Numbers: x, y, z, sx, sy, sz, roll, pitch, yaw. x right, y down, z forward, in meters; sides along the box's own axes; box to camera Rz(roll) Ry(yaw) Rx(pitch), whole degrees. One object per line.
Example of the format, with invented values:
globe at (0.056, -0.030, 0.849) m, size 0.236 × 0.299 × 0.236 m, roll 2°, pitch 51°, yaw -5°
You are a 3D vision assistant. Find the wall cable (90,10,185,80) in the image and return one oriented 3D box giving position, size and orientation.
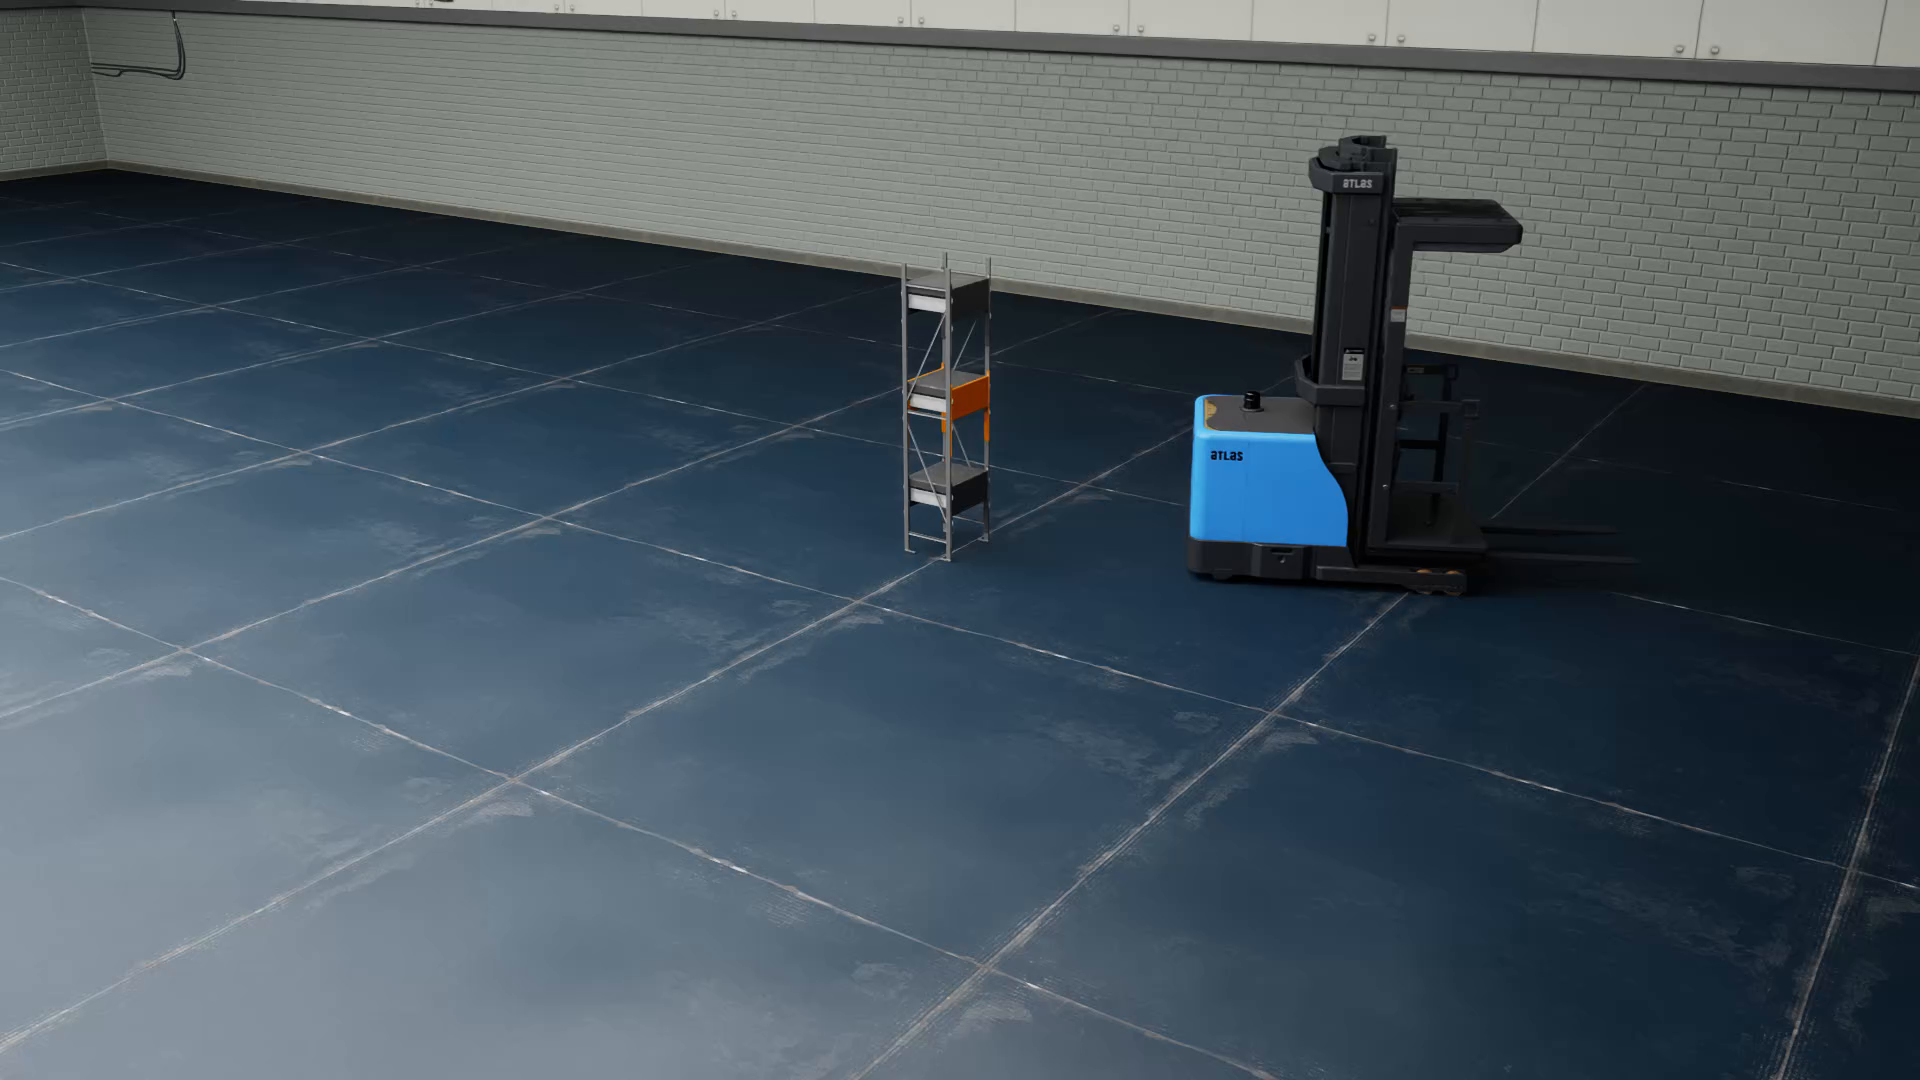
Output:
wall cable at (-14.678, -9.403, 29.190) m, size 3.097 × 2.526 × 0.112 m, roll 13°, pitch 24°, yaw 32°

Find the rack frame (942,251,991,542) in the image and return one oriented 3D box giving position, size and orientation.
rack frame at (0.044, -1.007, 11.962) m, size 0.400 × 2.100 × 0.015 m, roll 13°, pitch 24°, yaw 32°

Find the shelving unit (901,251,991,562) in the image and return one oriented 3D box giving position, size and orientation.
shelving unit at (-0.093, -0.937, 11.772) m, size 0.431 × 2.100 × 0.503 m, roll 13°, pitch 24°, yaw 32°

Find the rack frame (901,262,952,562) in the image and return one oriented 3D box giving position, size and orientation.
rack frame at (-0.230, -0.867, 11.583) m, size 0.400 × 2.100 × 0.015 m, roll 13°, pitch 24°, yaw 32°

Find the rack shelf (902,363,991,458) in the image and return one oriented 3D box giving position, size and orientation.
rack shelf at (-0.093, -0.925, 11.777) m, size 0.431 × 0.518 × 0.480 m, roll 13°, pitch 24°, yaw 32°

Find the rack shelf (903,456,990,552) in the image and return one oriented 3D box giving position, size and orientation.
rack shelf at (-0.093, -0.268, 12.020) m, size 0.431 × 0.518 × 0.480 m, roll 13°, pitch 24°, yaw 32°

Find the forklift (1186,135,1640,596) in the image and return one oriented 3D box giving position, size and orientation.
forklift at (3.129, -1.195, 11.269) m, size 3.031 × 2.935 × 1.130 m, roll 3°, pitch 20°, yaw 7°

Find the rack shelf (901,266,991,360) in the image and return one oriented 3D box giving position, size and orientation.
rack shelf at (-0.093, -1.581, 11.534) m, size 0.431 × 0.518 × 0.480 m, roll 13°, pitch 24°, yaw 32°
